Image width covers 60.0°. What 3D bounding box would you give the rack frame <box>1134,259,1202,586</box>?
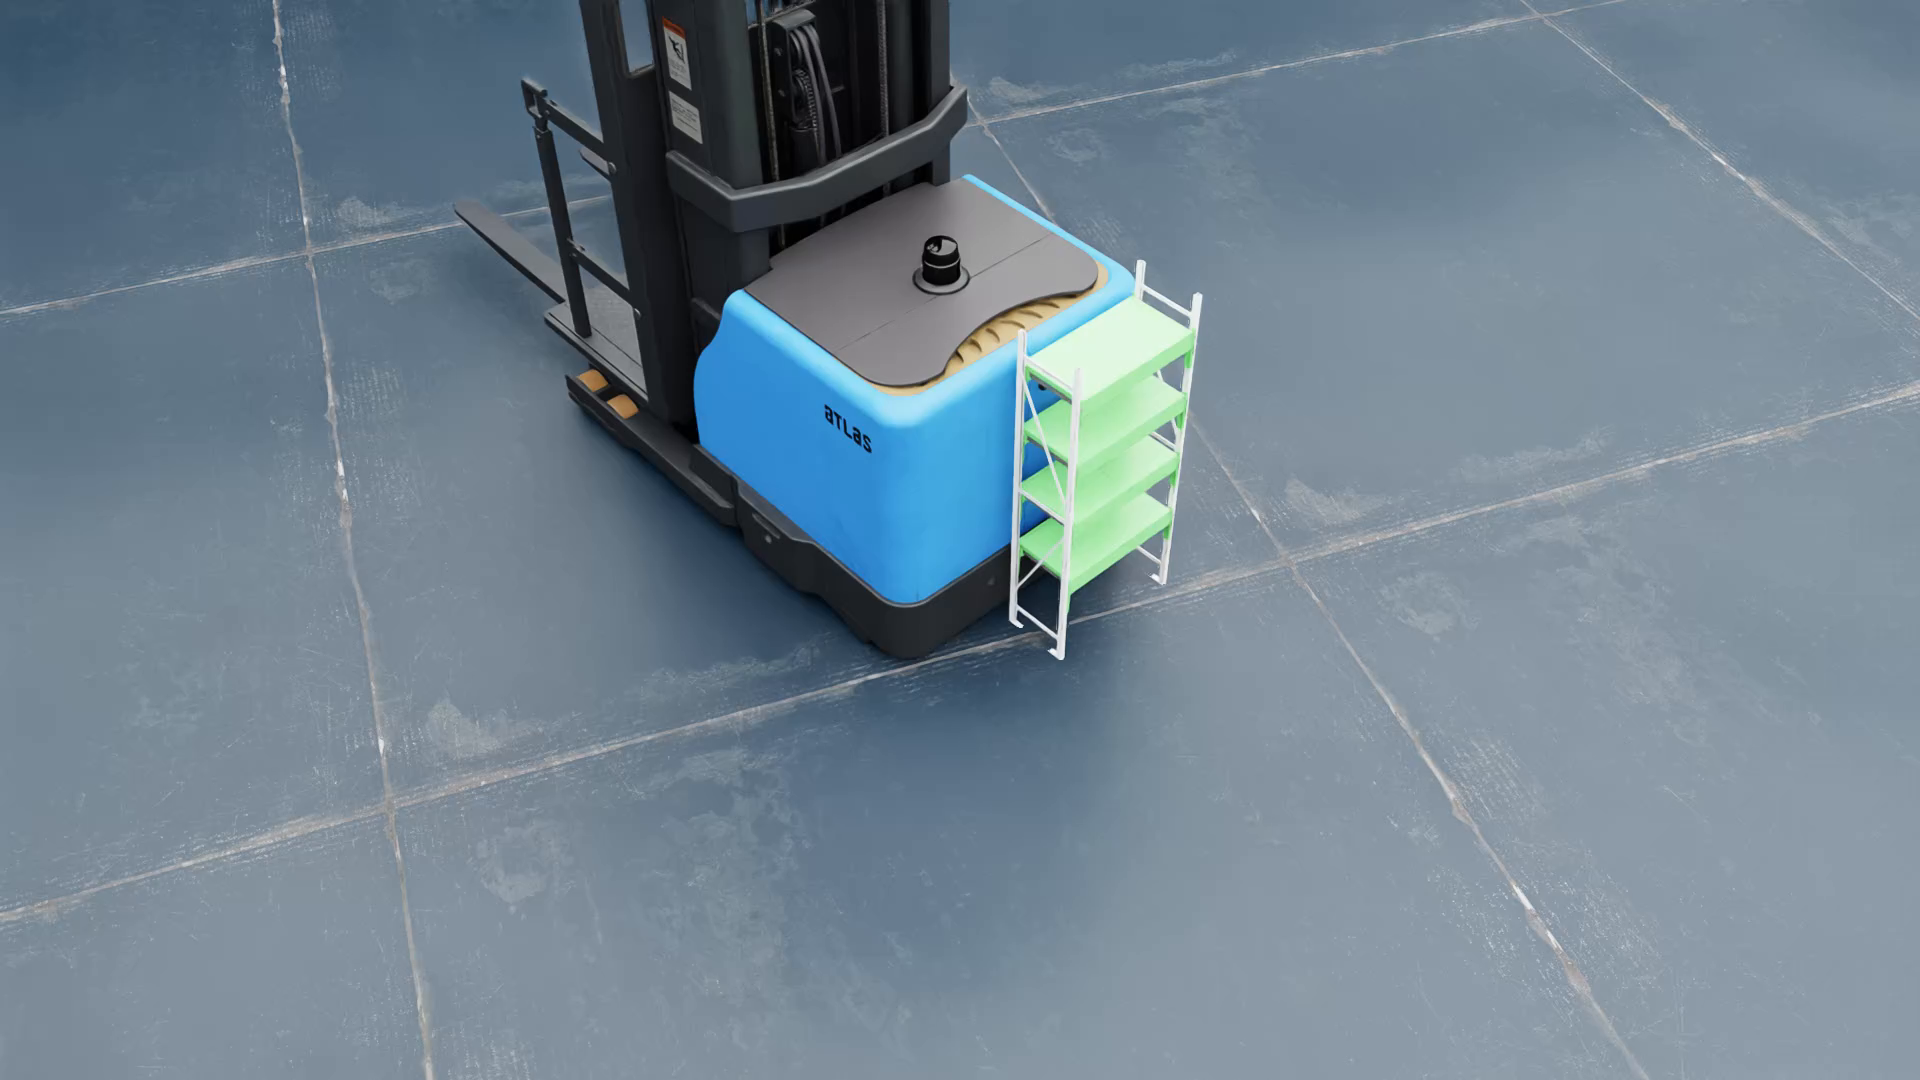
[{"bbox_3d":[0.606,-0.334,5.236,0.015,1.200,0.240,-33,54,-29],"label":"rack frame"}]

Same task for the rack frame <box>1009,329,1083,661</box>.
[{"bbox_3d":[0.249,-0.099,5.002,0.015,1.200,0.240,-33,54,-29],"label":"rack frame"}]

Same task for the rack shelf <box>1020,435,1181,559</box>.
[{"bbox_3d":[0.427,-0.172,5.164,0.480,0.148,0.258,-33,54,-29],"label":"rack shelf"}]

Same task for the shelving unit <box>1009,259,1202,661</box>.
[{"bbox_3d":[0.427,-0.217,5.119,0.503,1.200,0.258,-33,54,-29],"label":"shelving unit"}]

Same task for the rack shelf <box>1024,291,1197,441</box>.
[{"bbox_3d":[0.427,-0.511,4.824,0.480,0.148,0.258,-33,54,-29],"label":"rack shelf"}]

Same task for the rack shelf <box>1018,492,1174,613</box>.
[{"bbox_3d":[0.427,-0.002,5.334,0.480,0.148,0.258,-33,54,-29],"label":"rack shelf"}]

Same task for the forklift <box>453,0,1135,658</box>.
[{"bbox_3d":[-0.808,-1.620,5.295,1.130,2.935,3.031,-33,54,-28],"label":"forklift"}]

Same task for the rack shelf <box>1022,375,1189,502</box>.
[{"bbox_3d":[0.427,-0.341,4.994,0.480,0.148,0.258,-33,54,-29],"label":"rack shelf"}]
